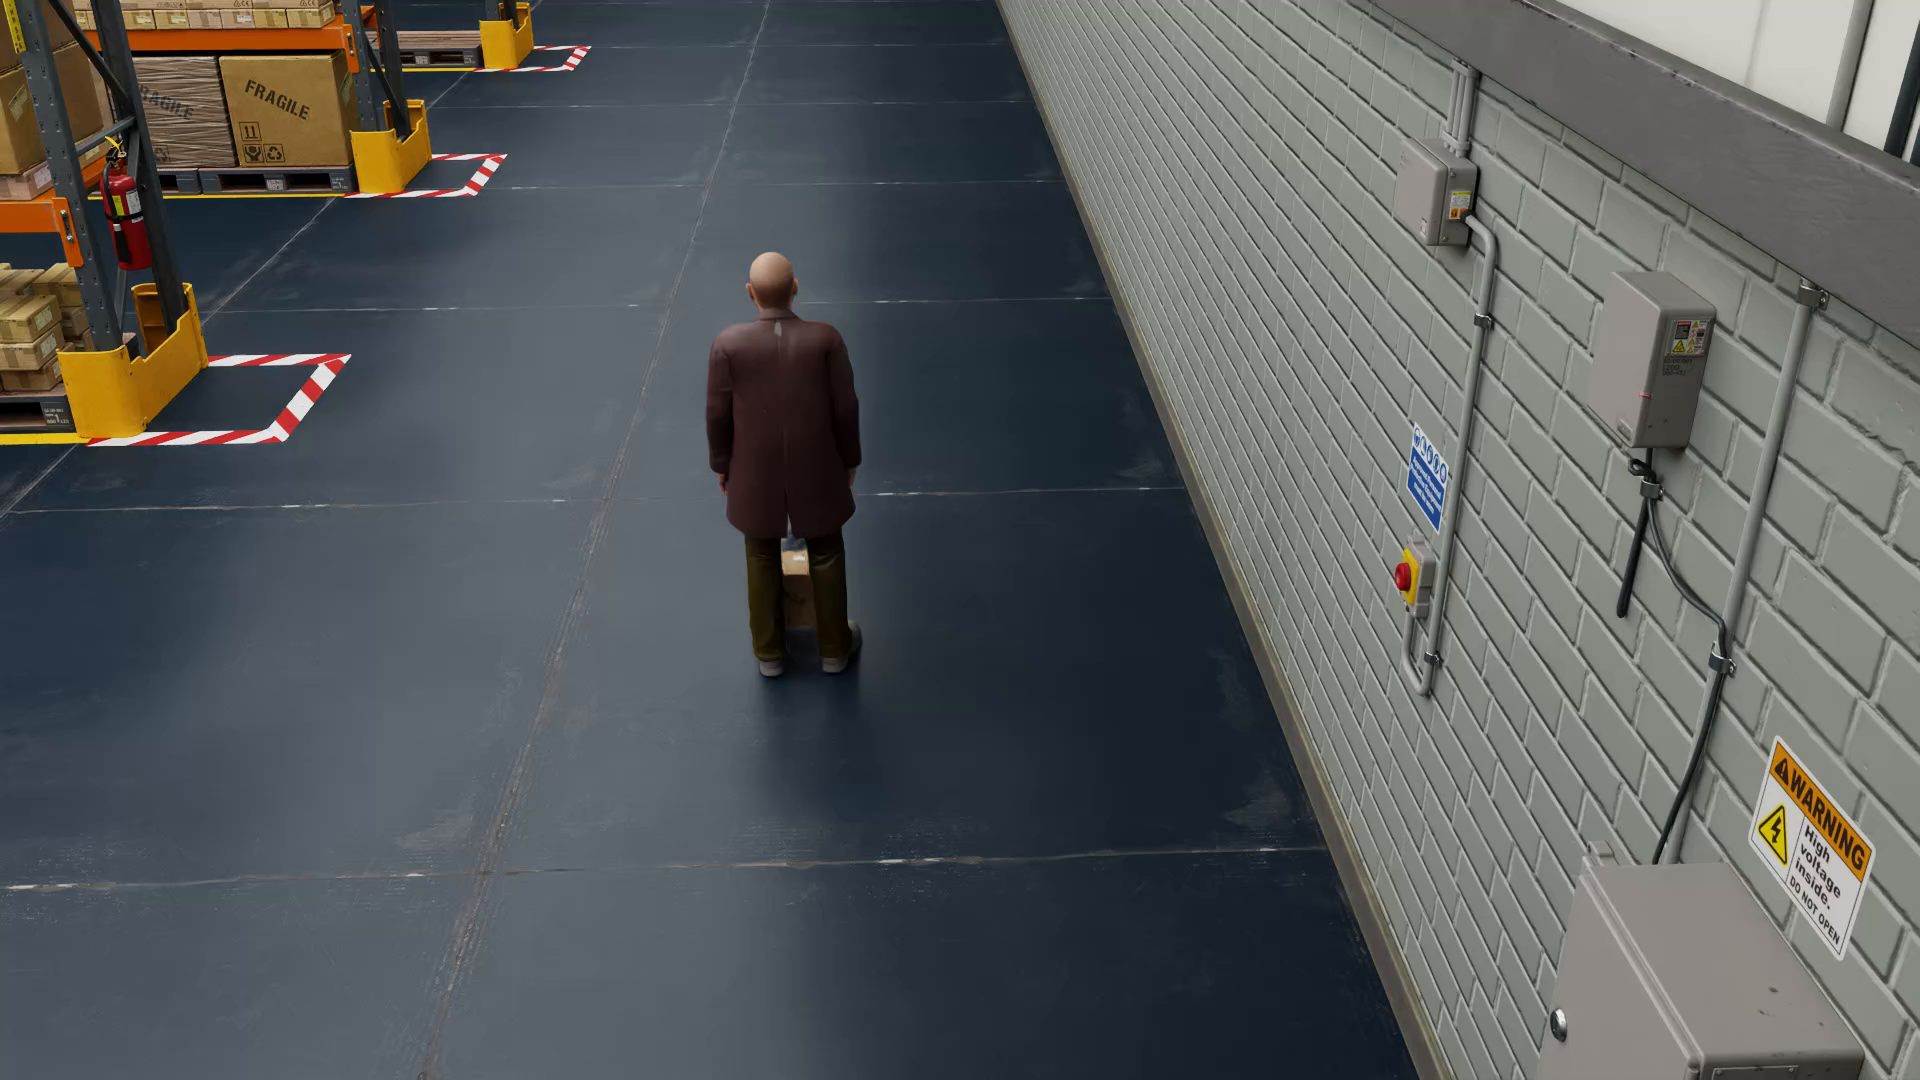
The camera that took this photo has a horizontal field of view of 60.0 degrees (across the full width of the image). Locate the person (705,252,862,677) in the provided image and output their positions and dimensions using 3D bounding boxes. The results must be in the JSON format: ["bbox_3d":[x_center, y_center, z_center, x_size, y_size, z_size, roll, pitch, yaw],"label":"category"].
[{"bbox_3d":[-0.698,-0.283,6.685,0.612,1.774,0.426,-2,27,-4],"label":"person"}]
